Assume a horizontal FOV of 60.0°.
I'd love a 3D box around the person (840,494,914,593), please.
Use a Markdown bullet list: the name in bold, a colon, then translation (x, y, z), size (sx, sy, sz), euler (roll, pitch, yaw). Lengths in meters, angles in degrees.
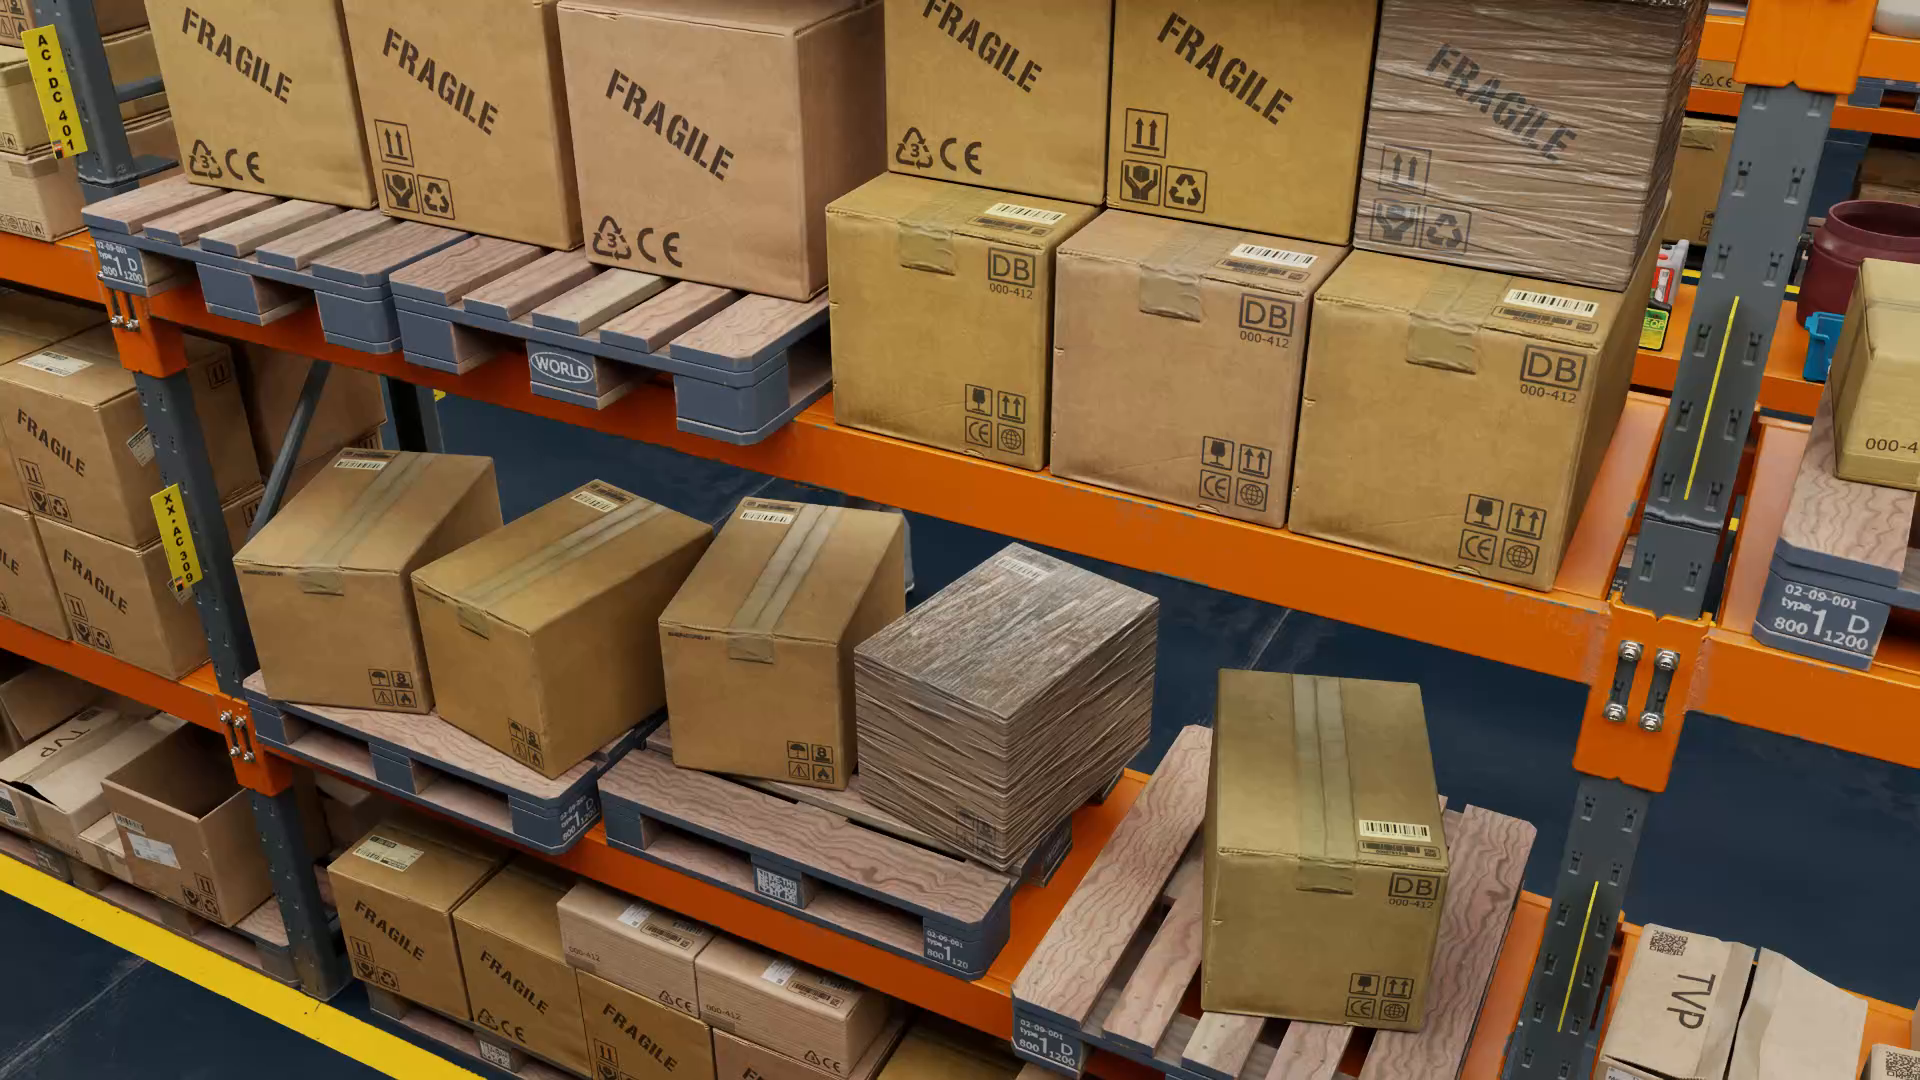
- **person**: translation (-0.422, -0.426, 7.838), size (0.421, 1.682, 0.481), euler (14, 33, 22)
